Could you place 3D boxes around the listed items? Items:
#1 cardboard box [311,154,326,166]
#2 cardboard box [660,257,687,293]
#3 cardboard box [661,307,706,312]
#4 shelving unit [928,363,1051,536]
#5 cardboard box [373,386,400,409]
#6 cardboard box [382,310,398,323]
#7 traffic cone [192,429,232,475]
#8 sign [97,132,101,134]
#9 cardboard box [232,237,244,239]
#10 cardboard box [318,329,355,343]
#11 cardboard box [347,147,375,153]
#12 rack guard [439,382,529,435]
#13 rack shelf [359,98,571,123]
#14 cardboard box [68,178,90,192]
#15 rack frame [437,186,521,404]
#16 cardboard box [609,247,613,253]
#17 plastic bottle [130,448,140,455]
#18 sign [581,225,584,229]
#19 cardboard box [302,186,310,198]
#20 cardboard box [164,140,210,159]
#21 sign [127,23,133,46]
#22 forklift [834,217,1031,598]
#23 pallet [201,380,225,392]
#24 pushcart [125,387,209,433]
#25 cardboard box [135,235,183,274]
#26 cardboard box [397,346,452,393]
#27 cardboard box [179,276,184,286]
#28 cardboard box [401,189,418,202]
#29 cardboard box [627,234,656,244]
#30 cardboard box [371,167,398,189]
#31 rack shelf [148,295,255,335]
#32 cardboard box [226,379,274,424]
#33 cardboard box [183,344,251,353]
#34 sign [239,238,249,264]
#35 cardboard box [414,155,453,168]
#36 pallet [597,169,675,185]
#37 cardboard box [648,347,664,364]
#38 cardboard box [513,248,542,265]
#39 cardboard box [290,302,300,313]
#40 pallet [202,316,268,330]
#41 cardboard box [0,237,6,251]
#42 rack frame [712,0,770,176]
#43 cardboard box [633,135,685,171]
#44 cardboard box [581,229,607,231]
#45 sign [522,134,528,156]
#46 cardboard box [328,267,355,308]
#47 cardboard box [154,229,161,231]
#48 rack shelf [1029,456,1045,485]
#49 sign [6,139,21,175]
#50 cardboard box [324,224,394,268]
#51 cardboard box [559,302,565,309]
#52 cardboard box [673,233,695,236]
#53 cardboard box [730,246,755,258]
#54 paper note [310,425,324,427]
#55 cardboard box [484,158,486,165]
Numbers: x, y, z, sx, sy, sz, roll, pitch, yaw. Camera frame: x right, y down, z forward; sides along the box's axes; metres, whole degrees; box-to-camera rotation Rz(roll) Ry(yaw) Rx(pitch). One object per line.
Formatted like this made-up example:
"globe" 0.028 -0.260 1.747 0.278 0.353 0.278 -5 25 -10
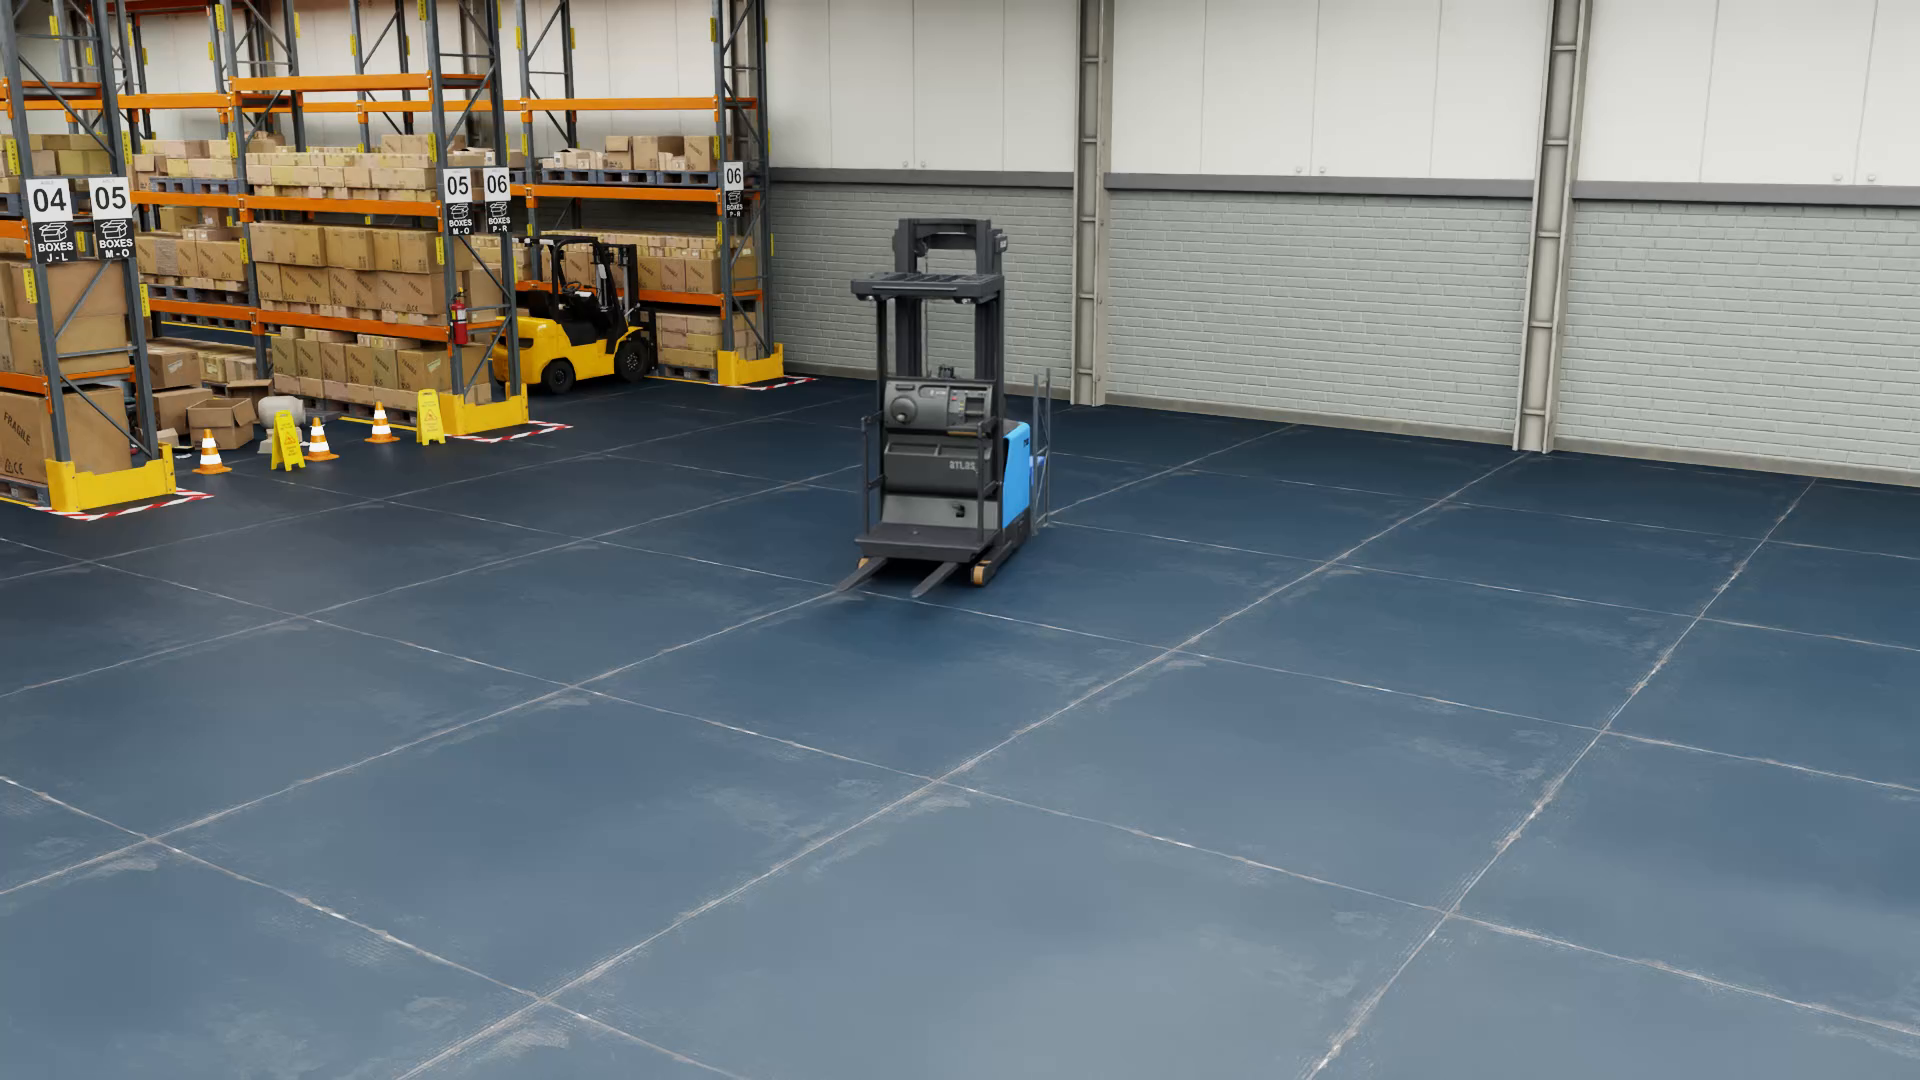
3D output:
"cardboard box" -8.044 -4.851 21.224 0.250 0.149 0.380 9 16 32
"cardboard box" -4.128 -3.988 24.909 0.500 0.500 0.500 10 17 35
"cardboard box" -4.267 -3.447 25.698 0.500 0.250 0.500 9 17 32
"shelving unit" 0.272 -0.861 15.606 1.048 1.500 0.538 4 15 17
"cardboard box" -7.162 -1.859 21.366 0.500 0.250 0.500 9 17 33
"cardboard box" -7.048 -2.829 20.957 0.250 0.149 0.380 10 17 34
"traffic cone" -8.242 -0.987 18.272 0.334 0.463 0.336 9 17 33
"sign" -16.727 -7.772 32.343 0.005 0.325 0.100 9 17 33
"cardboard box" -10.282 -4.053 23.681 0.500 0.500 0.500 9 17 32
"cardboard box" -8.173 -2.683 21.783 0.250 0.149 0.380 10 17 36
"cardboard box" -10.237 -6.636 28.434 0.250 0.149 0.380 10 17 35
"rack guard" -5.978 -1.661 20.919 0.348 0.500 1.175 9 17 33
"rack shelf" -8.127 -7.028 27.242 4.000 0.370 1.077 9 17 33
"cardboard box" -8.700 -3.560 16.587 0.250 0.149 0.380 9 17 33
"rack frame" -5.915 -2.864 20.578 0.127 3.000 1.000 9 17 33
"cardboard box" -5.304 -4.482 25.554 0.250 0.149 0.380 9 16 31
"plastic bottle" -9.625 -1.016 19.227 0.133 0.061 0.283 3 14 14
"sign" -6.159 -4.960 27.079 0.005 0.325 0.100 9 17 33
"cardboard box" -8.258 -4.507 21.495 0.250 0.149 0.380 9 16 31
"cardboard box" -10.645 -5.415 23.038 0.500 0.250 0.500 10 17 34
"sign" -12.259 -7.450 24.511 0.005 0.325 0.100 9 17 33
"forklift" -0.237 -1.149 13.790 1.130 2.935 3.031 4 14 15
"pallet" -10.898 -2.315 24.161 1.213 0.211 1.003 9 17 33
"pushcart" -10.465 -1.666 21.196 0.936 0.377 1.648 3 14 14
"cardboard box" -11.429 -4.089 23.824 0.500 0.500 0.500 10 17 34
"cardboard box" -6.726 -2.153 20.992 0.500 0.500 0.500 9 17 33
"cardboard box" -10.815 -3.692 23.571 0.250 0.149 0.380 9 16 31
"cardboard box" -6.592 -4.217 20.324 0.250 0.149 0.380 9 17 33
"cardboard box" -4.839 -4.573 25.303 0.250 0.149 0.380 9 17 34
"cardboard box" -6.900 -4.477 20.544 0.500 0.250 0.500 9 16 32
"rack shelf" -10.894 -3.320 23.915 4.000 0.370 1.077 9 17 33
"cardboard box" -9.105 -1.773 21.368 0.500 0.500 0.500 -4 14 -16
"cardboard box" -10.847 -2.587 24.054 0.625 0.372 0.950 10 17 35
"sign" -9.541 -3.851 22.157 0.005 0.325 0.100 9 17 33
"cardboard box" -6.361 -4.572 20.097 0.250 0.149 0.380 9 17 33
"pallet" -4.737 -5.531 25.292 1.213 0.211 1.003 9 17 33
"cardboard box" -4.532 -2.861 25.413 0.500 0.250 0.500 9 17 33
"cardboard box" -7.017 -4.576 26.763 0.500 0.250 0.500 9 16 32
"cardboard box" -8.676 -3.119 22.131 0.250 0.149 0.380 9 17 33
"pallet" -13.675 -4.202 31.787 1.213 0.211 1.003 9 17 33
"cardboard box" -14.816 -4.761 25.950 0.500 0.500 0.500 9 16 31
"rack frame" -3.148 -6.766 23.857 0.127 3.000 1.000 9 17 33
"cardboard box" -4.446 -5.779 24.822 0.500 0.500 0.700 9 17 33
"cardboard box" -5.849 -4.874 26.520 0.250 0.149 0.380 9 16 31
"sign" -6.762 -6.141 25.842 0.005 0.325 0.100 9 17 33
"cardboard box" -7.756 -3.283 21.441 0.500 0.500 0.500 9 17 33
"cardboard box" -15.895 -6.063 33.193 0.500 0.250 0.500 10 17 34
"rack shelf" 0.272 -0.686 15.650 1.000 0.185 0.538 4 15 17
"sign" -8.908 -3.605 15.649 0.005 0.325 0.100 9 17 33
"cardboard box" -7.694 -3.779 21.366 0.500 0.500 0.700 9 17 32
"cardboard box" -6.241 -3.618 26.390 0.500 0.250 0.500 9 16 32
"cardboard box" -4.163 -4.591 25.375 0.250 0.149 0.380 10 17 35
"cardboard box" -3.285 -4.315 24.881 0.250 0.149 0.380 9 16 31
"paper note" -8.134 -1.453 21.056 0.148 0.019 0.142 3 14 14
"cardboard box" -7.549 -6.064 26.703 0.250 0.149 0.380 9 17 33
